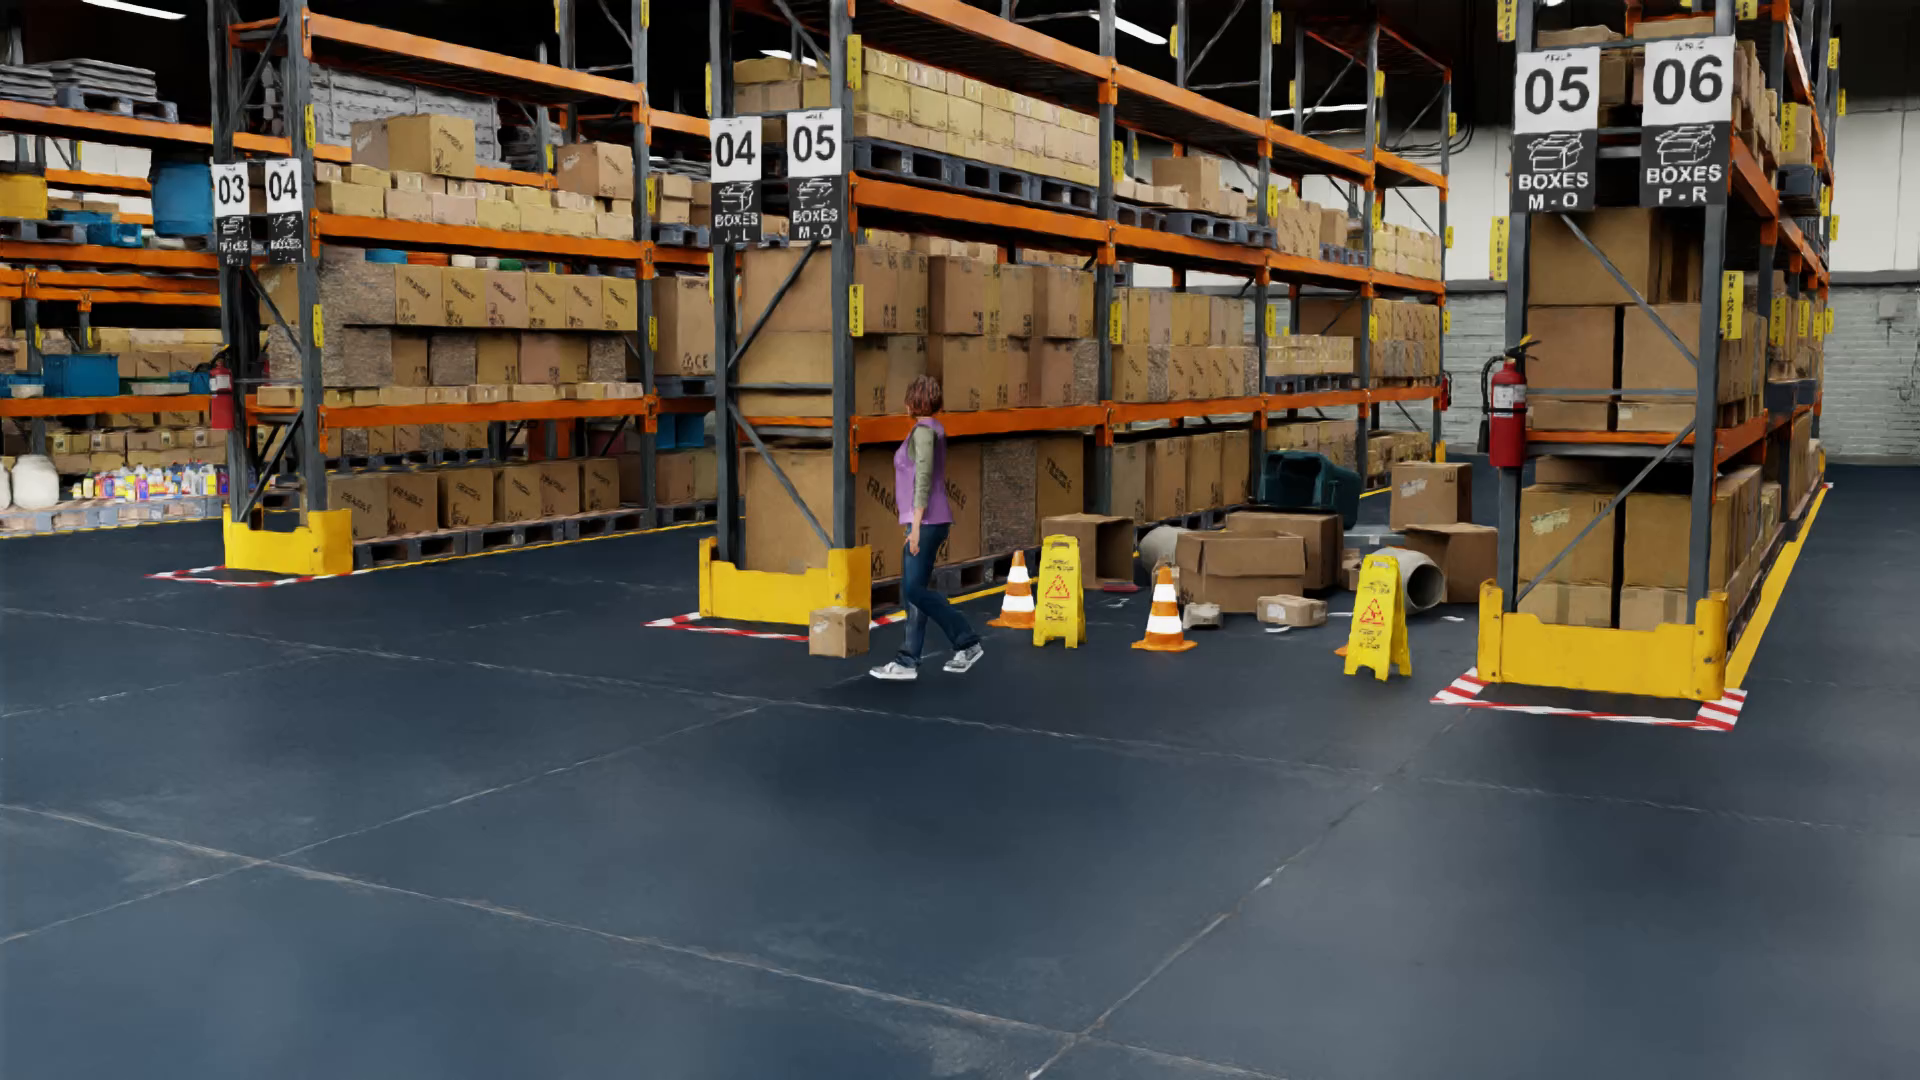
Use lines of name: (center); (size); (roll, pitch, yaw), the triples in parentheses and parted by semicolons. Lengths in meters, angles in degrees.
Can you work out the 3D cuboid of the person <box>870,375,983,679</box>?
person: (-0.173, -0.061, 8.646); (0.598, 1.584, 0.520); (1, 6, 6)
